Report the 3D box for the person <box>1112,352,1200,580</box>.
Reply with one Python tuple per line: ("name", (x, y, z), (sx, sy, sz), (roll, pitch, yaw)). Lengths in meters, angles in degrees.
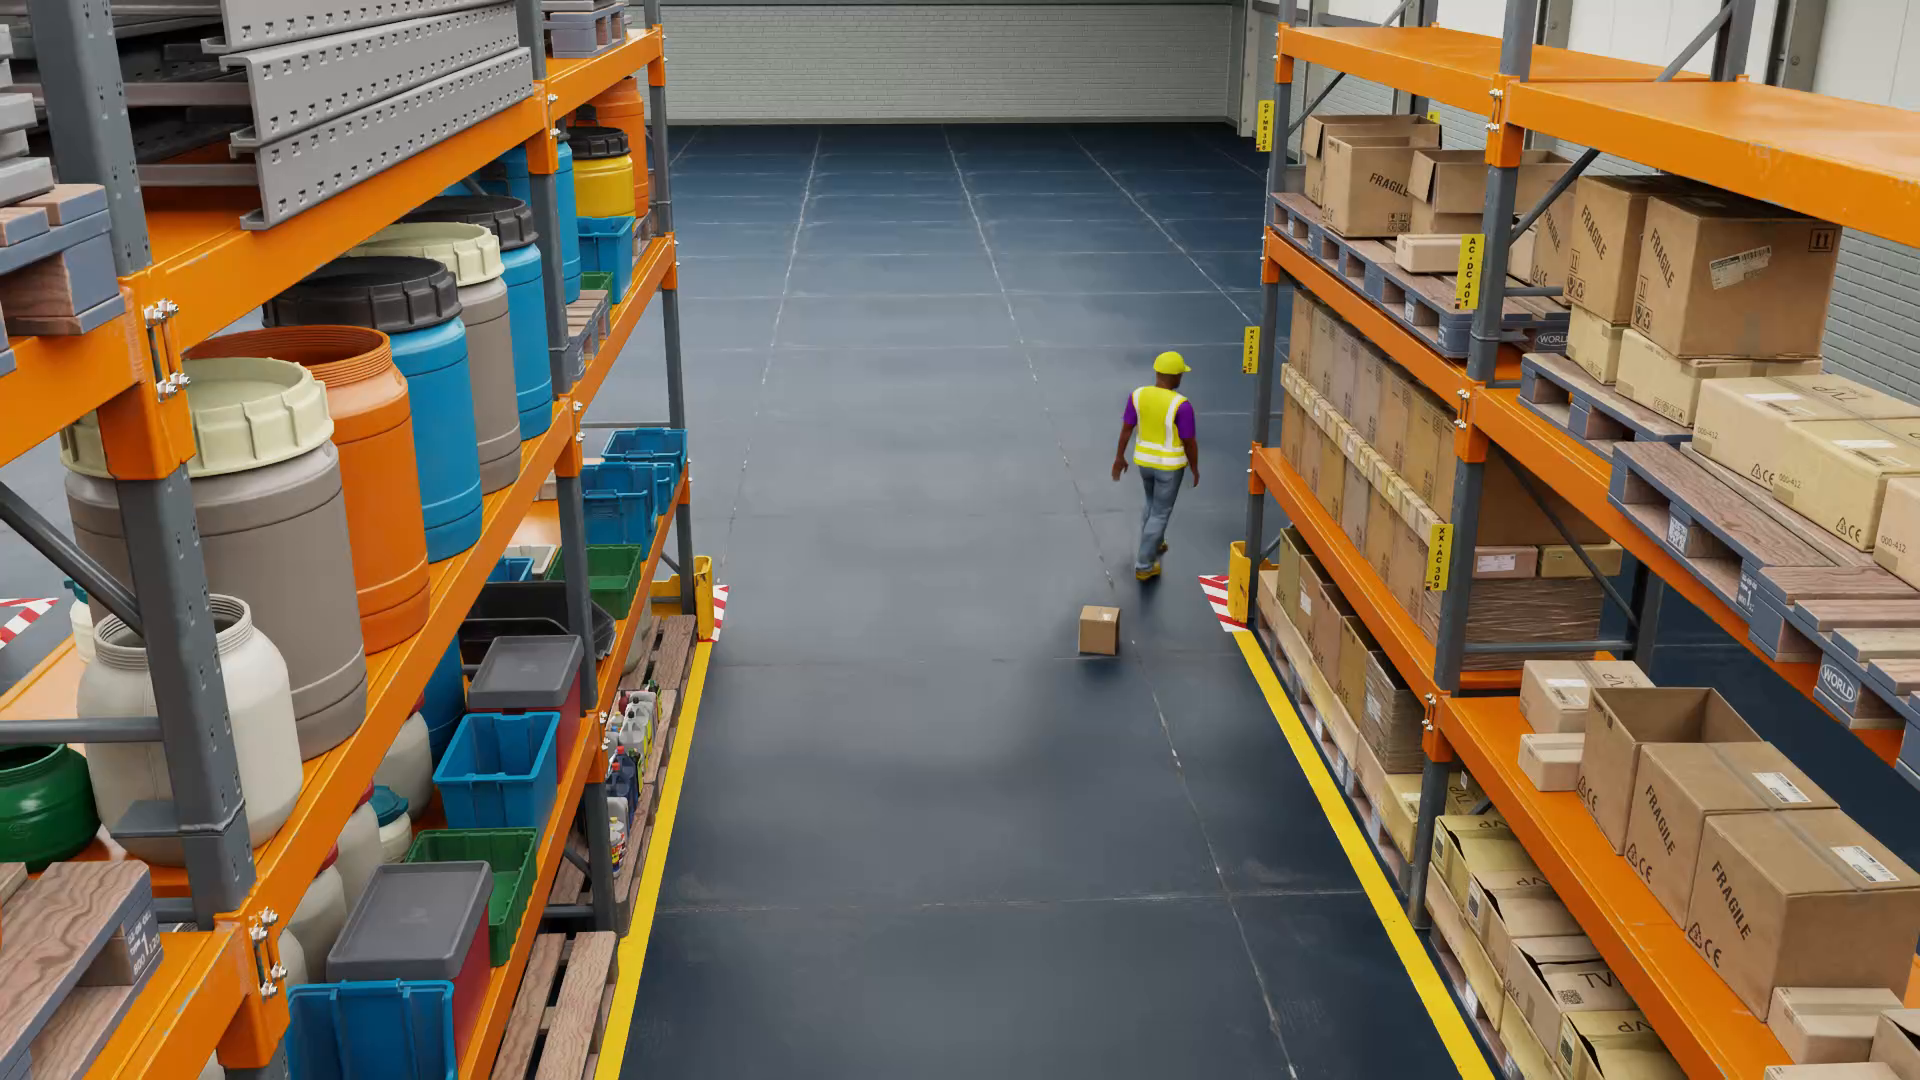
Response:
("person", (1.580, -0.609, 12.673), (0.648, 1.749, 0.807), (17, 26, 39))
